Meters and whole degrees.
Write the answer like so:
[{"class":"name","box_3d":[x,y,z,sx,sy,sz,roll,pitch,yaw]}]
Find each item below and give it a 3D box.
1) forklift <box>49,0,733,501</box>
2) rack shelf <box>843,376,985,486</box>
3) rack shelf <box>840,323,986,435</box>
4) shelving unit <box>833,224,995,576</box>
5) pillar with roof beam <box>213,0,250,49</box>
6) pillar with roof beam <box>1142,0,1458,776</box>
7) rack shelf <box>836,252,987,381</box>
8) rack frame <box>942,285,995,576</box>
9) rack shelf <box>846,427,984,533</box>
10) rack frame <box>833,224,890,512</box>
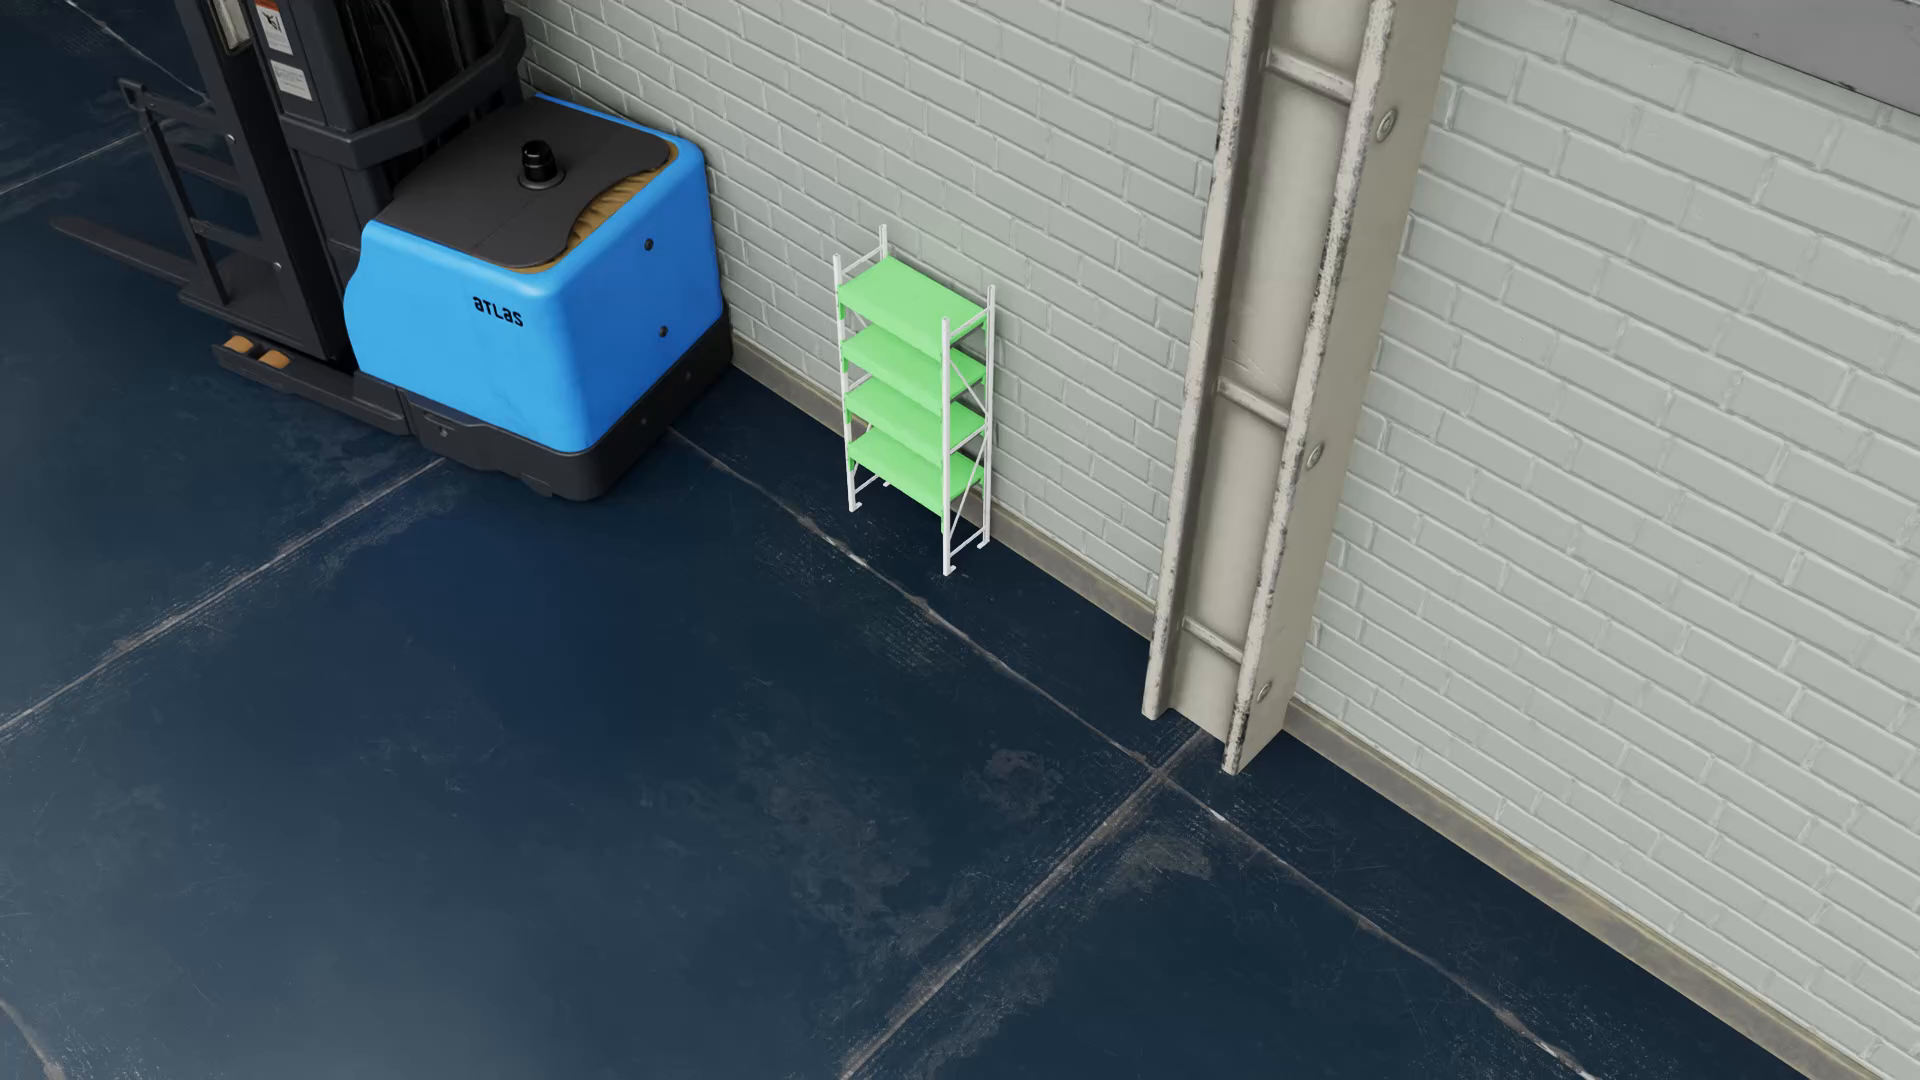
[{"class":"forklift","box_3d":[-2.482,-1.931,6.053,3.031,2.935,1.130,21,50,19]},{"class":"rack shelf","box_3d":[-0.154,-0.422,5.910,0.480,0.148,0.258,33,55,27]},{"class":"rack shelf","box_3d":[-0.153,-0.587,5.736,0.480,0.148,0.258,33,55,27]},{"class":"shelving unit","box_3d":[-0.154,-0.466,5.864,0.503,1.200,0.258,33,55,27]},{"class":"pillar with roof beam","box_3d":[-6.461,-3.136,3.022,0.400,9.000,9.100,34,55,28]},{"class":"pillar with roof beam","box_3d":[-2.052,-0.169,0.236,0.400,9.000,9.100,34,55,28]},{"class":"rack shelf","box_3d":[-0.153,-0.752,5.562,0.480,0.148,0.258,33,55,27]},{"class":"rack frame","box_3d":[0.027,-0.347,5.752,0.015,1.200,0.240,33,55,27]},{"class":"rack shelf","box_3d":[-0.155,-0.258,6.085,0.480,0.148,0.258,33,55,27]},{"class":"rack frame","box_3d":[-0.335,-0.586,5.976,0.015,1.200,0.240,33,55,27]}]
